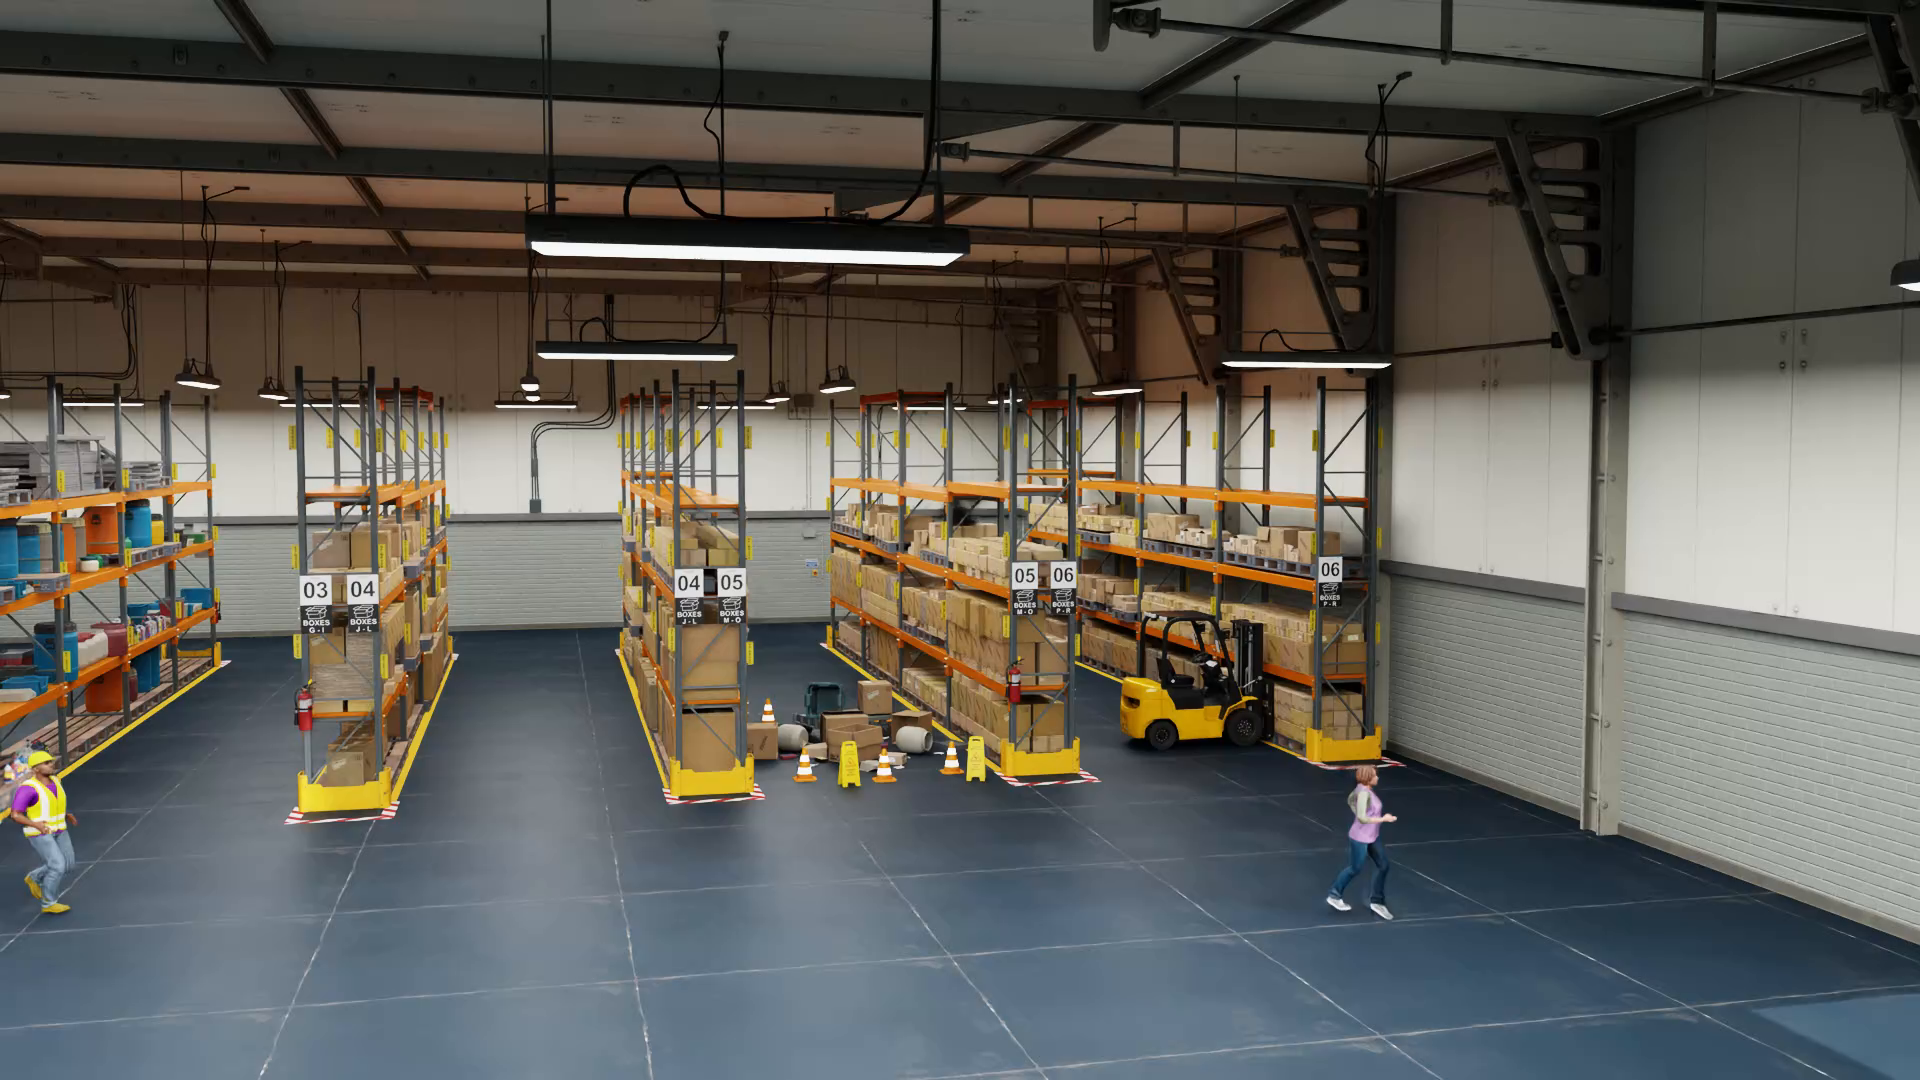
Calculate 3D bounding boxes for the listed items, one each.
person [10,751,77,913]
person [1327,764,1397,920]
[{"bbox_3d":[-9.722,3.089,17.629,0.609,1.717,0.697,1,3,10],"label":"person"},{"bbox_3d":[4.209,3.170,17.409,0.729,1.612,0.525,2,4,31],"label":"person"}]
